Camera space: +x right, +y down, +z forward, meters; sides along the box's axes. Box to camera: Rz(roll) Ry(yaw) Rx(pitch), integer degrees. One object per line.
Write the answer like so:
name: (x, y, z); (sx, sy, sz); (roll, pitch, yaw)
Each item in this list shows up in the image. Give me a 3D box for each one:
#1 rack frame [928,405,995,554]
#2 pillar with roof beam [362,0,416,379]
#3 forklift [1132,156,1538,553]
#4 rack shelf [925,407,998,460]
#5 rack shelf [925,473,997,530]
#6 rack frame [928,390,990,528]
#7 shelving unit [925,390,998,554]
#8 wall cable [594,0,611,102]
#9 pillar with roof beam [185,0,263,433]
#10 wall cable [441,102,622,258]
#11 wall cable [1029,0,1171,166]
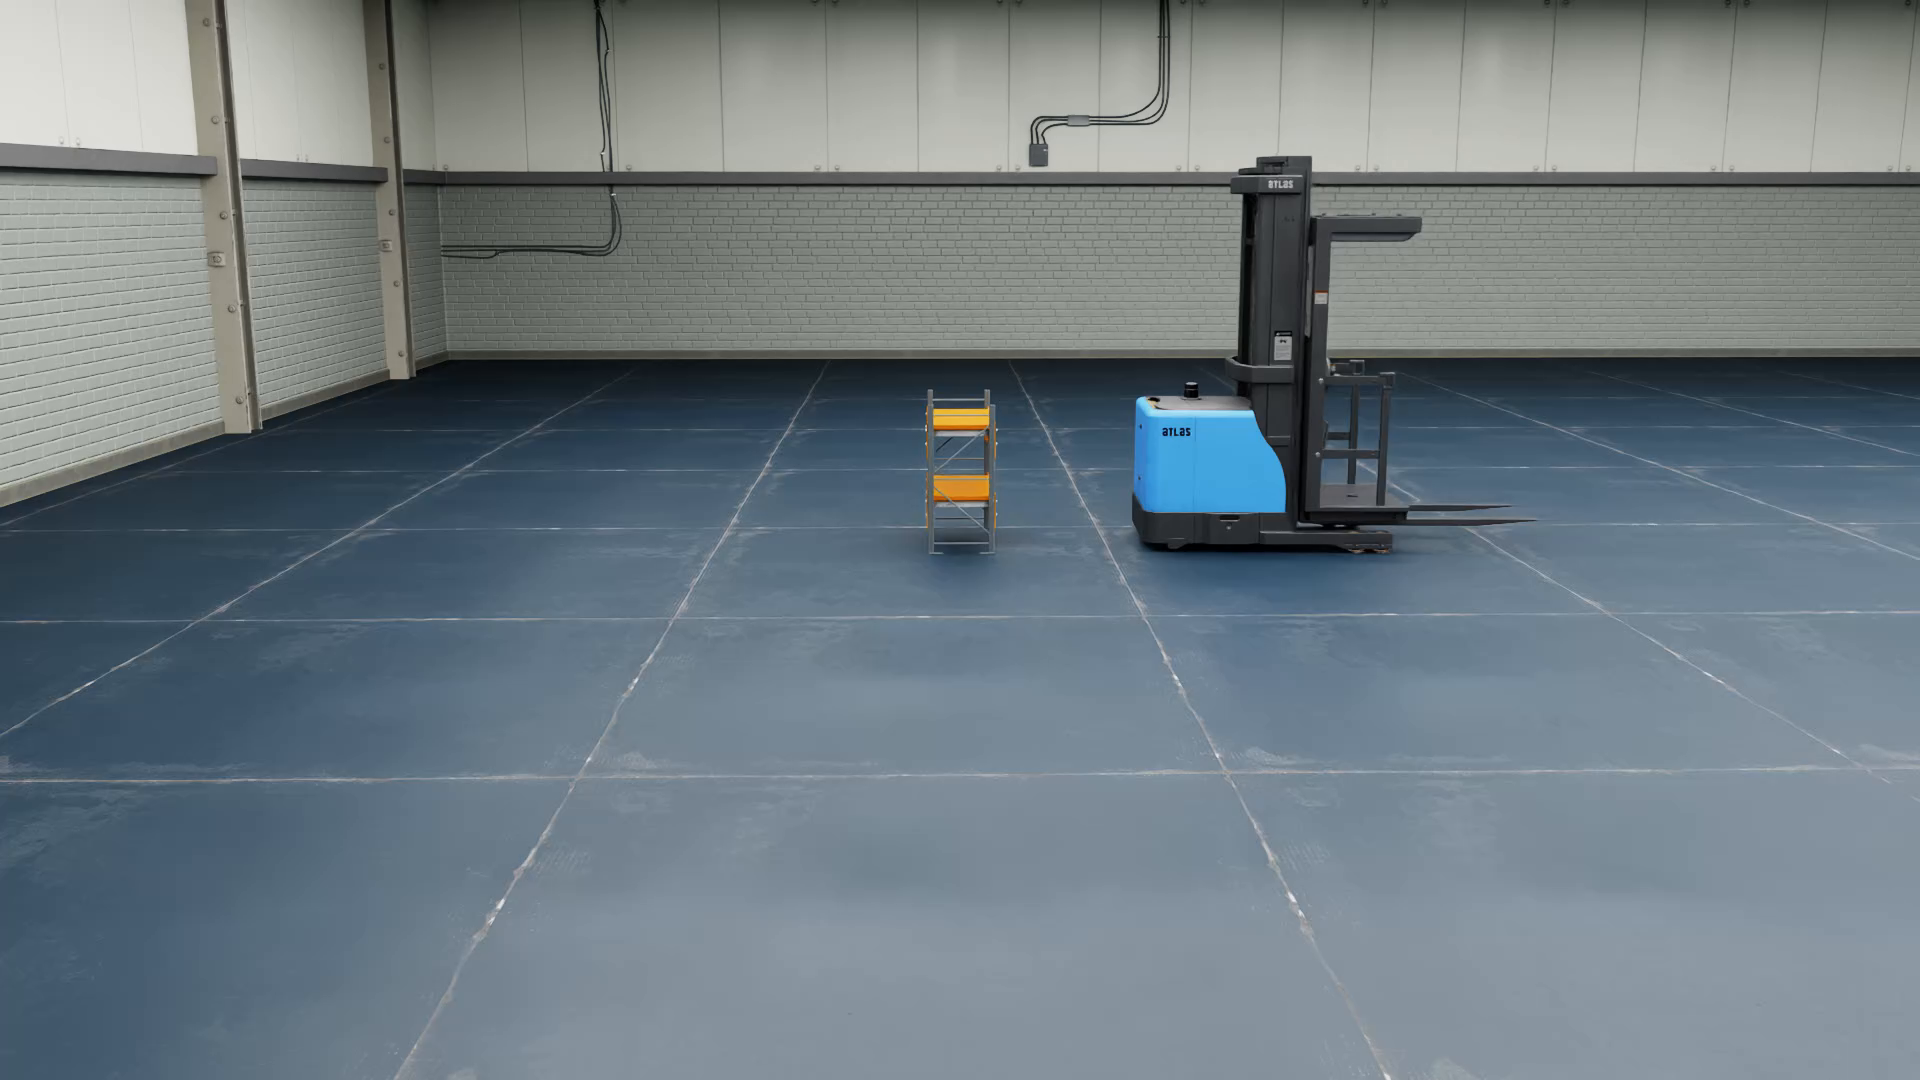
rack frame: (0.011, -0.449, 12.443); (0.500, 1.125, 0.032); (0, 11, -1)
pillar with roof beam: (-4.142, -6.885, 24.364); (9.100, 9.000, 0.400); (0, 11, -1)
forklift: (2.905, -1.442, 12.793); (3.031, 2.935, 1.130); (0, 11, 0)
rack shelf: (0.000, -0.837, 12.882); (0.538, 0.278, 1.000); (0, 11, -1)
rack shelf: (0.000, -0.310, 12.989); (0.538, 0.278, 1.000); (0, 11, -1)
rack frame: (-0.010, -0.651, 13.439); (0.500, 1.125, 0.032); (0, 11, -1)
shelving unit: (0.000, -0.550, 12.941); (0.538, 1.125, 1.048); (0, 11, -1)
wall cable: (-4.480, -8.423, 27.051); (3.097, 2.526, 0.112); (0, 11, -1)
pillar with roof beam: (-4.018, -5.692, 18.485); (9.100, 9.000, 0.400); (0, 11, -1)
wall cable: (-7.185, -5.937, 27.498); (3.097, 2.526, 0.112); (0, 11, -1)
wall cable: (2.307, -9.161, 27.028); (2.305, 6.003, 0.169); (0, 11, -1)
